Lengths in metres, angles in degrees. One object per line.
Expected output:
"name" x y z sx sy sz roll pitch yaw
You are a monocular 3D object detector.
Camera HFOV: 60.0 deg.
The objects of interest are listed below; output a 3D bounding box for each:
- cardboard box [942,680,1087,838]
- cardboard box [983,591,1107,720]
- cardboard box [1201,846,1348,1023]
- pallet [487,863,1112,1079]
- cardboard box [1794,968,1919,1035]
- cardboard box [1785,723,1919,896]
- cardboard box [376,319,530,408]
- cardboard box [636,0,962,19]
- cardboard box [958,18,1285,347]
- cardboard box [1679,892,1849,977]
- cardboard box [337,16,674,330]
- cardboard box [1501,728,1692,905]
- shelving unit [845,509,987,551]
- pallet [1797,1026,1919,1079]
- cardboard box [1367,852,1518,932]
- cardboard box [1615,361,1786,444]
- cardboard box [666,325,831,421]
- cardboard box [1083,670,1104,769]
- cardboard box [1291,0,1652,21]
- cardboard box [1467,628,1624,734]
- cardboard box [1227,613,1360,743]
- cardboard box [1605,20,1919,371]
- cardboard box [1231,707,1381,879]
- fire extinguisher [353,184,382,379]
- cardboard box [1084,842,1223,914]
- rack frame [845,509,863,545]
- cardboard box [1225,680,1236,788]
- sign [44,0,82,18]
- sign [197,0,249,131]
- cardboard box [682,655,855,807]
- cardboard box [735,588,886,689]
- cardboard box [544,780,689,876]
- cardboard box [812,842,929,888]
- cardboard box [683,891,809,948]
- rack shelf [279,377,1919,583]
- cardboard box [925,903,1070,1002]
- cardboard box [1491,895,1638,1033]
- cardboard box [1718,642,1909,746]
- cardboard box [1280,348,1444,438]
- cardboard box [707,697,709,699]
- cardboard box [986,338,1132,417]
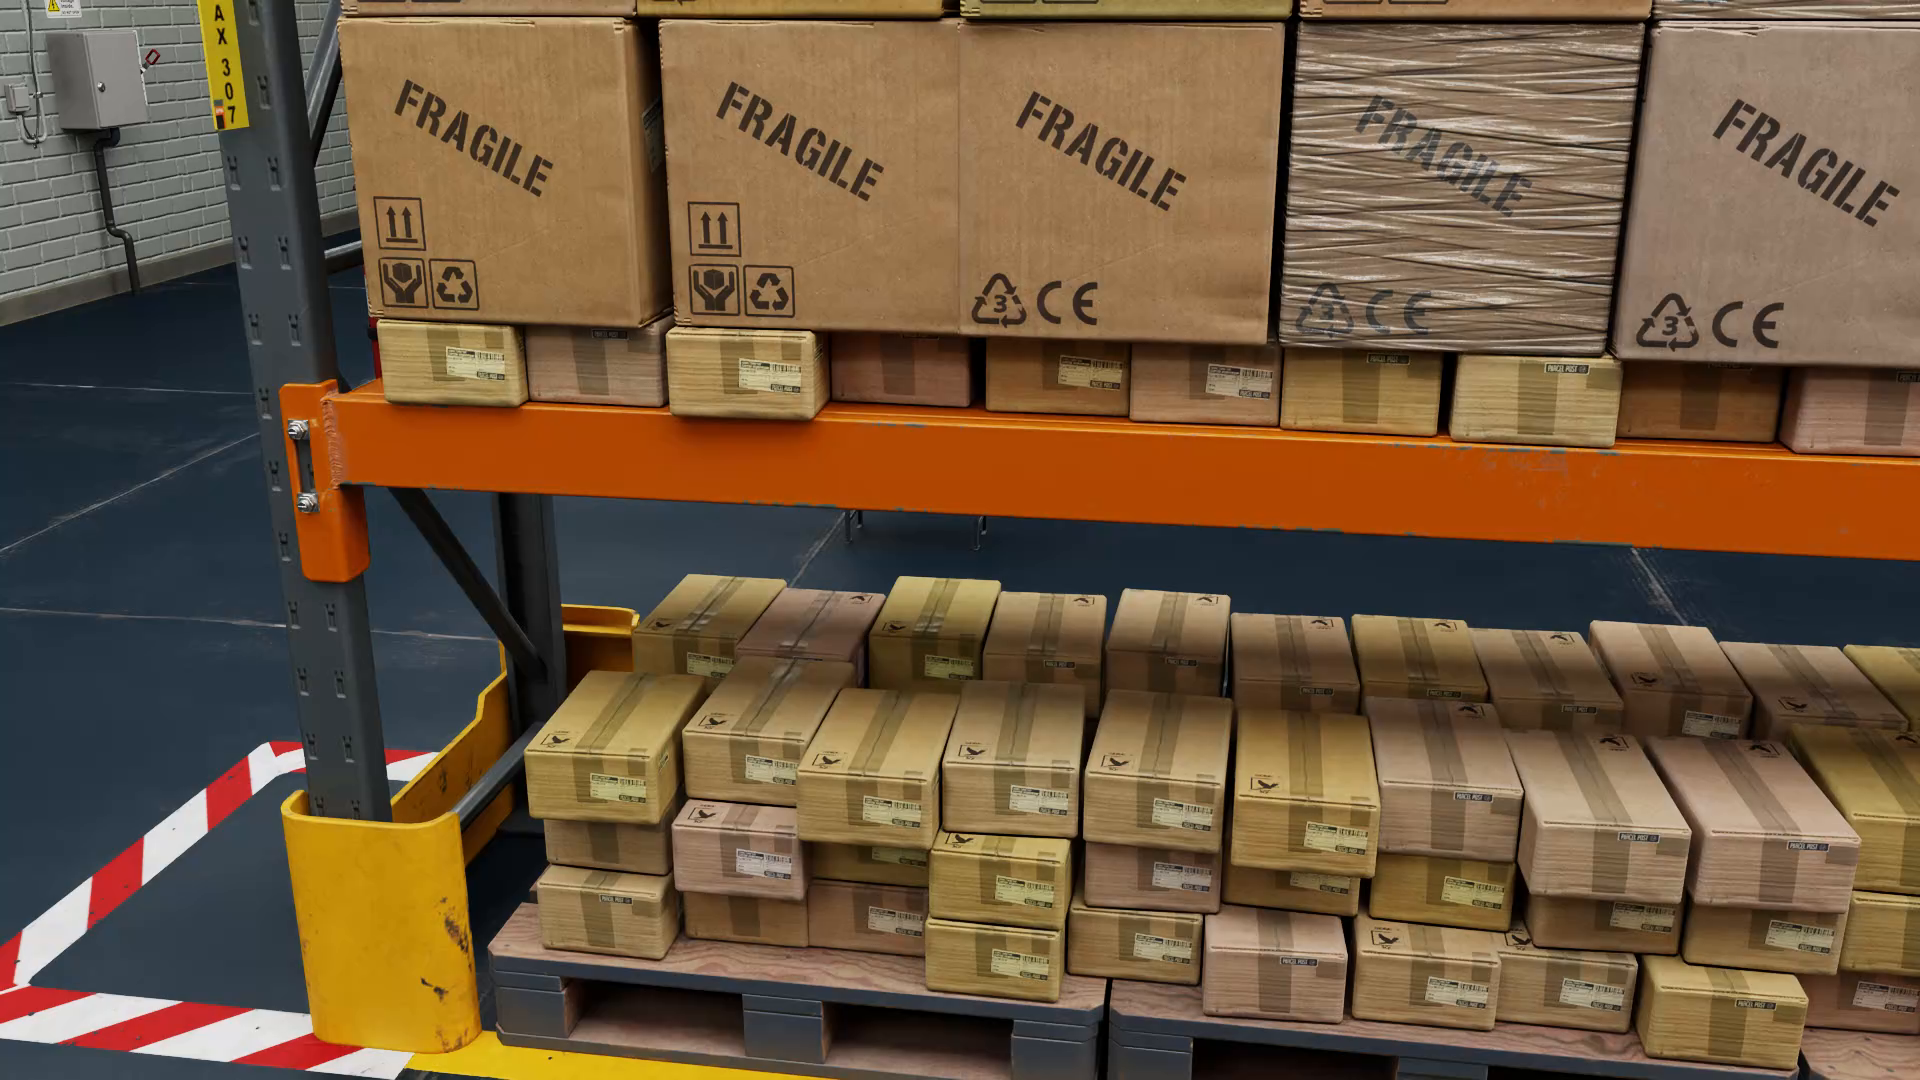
"cardboard box" 0.112 0.417 3.223 0.250 0.149 0.380 2 19 6
"cardboard box" 0.194 0.253 3.714 0.250 0.149 0.380 2 19 6
"cardboard box" 0.589 0.745 3.180 0.250 0.149 0.380 2 19 6
"pallet" -0.258 0.776 3.651 1.213 0.211 1.003 3 19 9
"cardboard box" 1.624 0.755 3.149 0.250 0.149 0.380 2 19 7
"cardboard box" 1.678 0.485 3.019 0.250 0.149 0.380 4 19 10
"cardboard box" -0.861 -0.364 3.059 0.250 0.149 0.380 3 19 8
"cardboard box" -0.229 -1.136 2.768 0.500 0.500 0.500 3 19 10
"cardboard box" 0.284 -0.634 2.844 0.500 0.500 0.500 3 19 9
"cardboard box" 1.435 0.627 3.064 0.250 0.149 0.380 3 19 10
"cardboard box" -0.730 -0.681 2.986 0.500 0.500 0.500 4 19 11
"cardboard box" 1.128 0.491 3.002 0.250 0.149 0.380 2 19 7
"shelving unit" -0.163 -0.577 6.138 0.503 1.200 0.258 3 19 9
"pallet" 2.151 0.899 3.284 1.213 0.211 1.003 3 19 9
"cardboard box" 0.917 0.580 3.203 0.250 0.149 0.380 4 19 11
"cardboard box" 1.209 -0.288 2.833 0.250 0.149 0.380 3 19 8
"cardboard box" -0.346 -0.334 2.969 0.250 0.149 0.380 2 19 7
"cardboard box" 0.200 0.418 3.688 0.250 0.149 0.380 3 19 8
"cardboard box" 0.785 -1.078 2.595 0.500 0.500 0.500 2 19 7
"cardboard box" 1.211 0.326 3.496 0.250 0.149 0.380 2 19 6
"cardboard box" 0.711 0.297 3.583 0.250 0.149 0.380 2 19 7
"cardboard box" 1.294 -0.577 2.674 0.500 0.500 0.500 3 19 8
"cardboard box" 0.637 0.461 3.090 0.250 0.149 0.380 3 19 9
"fire extinguisher" -1.305 -0.546 3.917 0.183 0.674 0.296 3 19 9
"cardboard box" 0.378 0.563 3.255 0.250 0.149 0.380 2 19 6
"rack frame" -0.404 -0.590 6.174 0.015 1.200 0.240 3 19 9
"cardboard box" 0.714 0.413 3.703 0.250 0.149 0.380 4 19 11
"sign" -5.751 -3.470 10.645 0.001 0.242 0.339 3 19 9
"sign" -1.215 -0.843 2.730 0.005 0.325 0.100 3 19 9
"cardboard box" -0.374 0.378 3.341 0.250 0.149 0.380 3 19 10
"cardboard box" -0.327 0.246 3.733 0.250 0.149 0.380 3 19 10
"cardboard box" -0.653 0.516 3.395 0.250 0.149 0.380 4 19 11
"cardboard box" -0.135 0.532 3.347 0.250 0.149 0.380 3 19 9
"cardboard box" -0.391 0.665 3.420 0.250 0.149 0.380 3 19 8
"rack shelf" 0.845 -0.160 3.189 4.000 0.370 1.077 3 19 9
"cardboard box" 0.090 0.722 3.248 0.250 0.149 0.380 3 19 9
"cardboard box" 1.110 0.753 3.157 0.250 0.149 0.380 3 19 10
"cardboard box" 1.732 0.352 3.417 0.250 0.149 0.380 2 19 7
"cardboard box" 0.687 -0.301 2.873 0.250 0.149 0.380 4 19 11
"cardboard box" -0.563 0.347 3.902 0.250 0.149 0.380 2 19 7
"cardboard box" 0.195 -0.342 2.995 0.250 0.149 0.380 3 19 8
